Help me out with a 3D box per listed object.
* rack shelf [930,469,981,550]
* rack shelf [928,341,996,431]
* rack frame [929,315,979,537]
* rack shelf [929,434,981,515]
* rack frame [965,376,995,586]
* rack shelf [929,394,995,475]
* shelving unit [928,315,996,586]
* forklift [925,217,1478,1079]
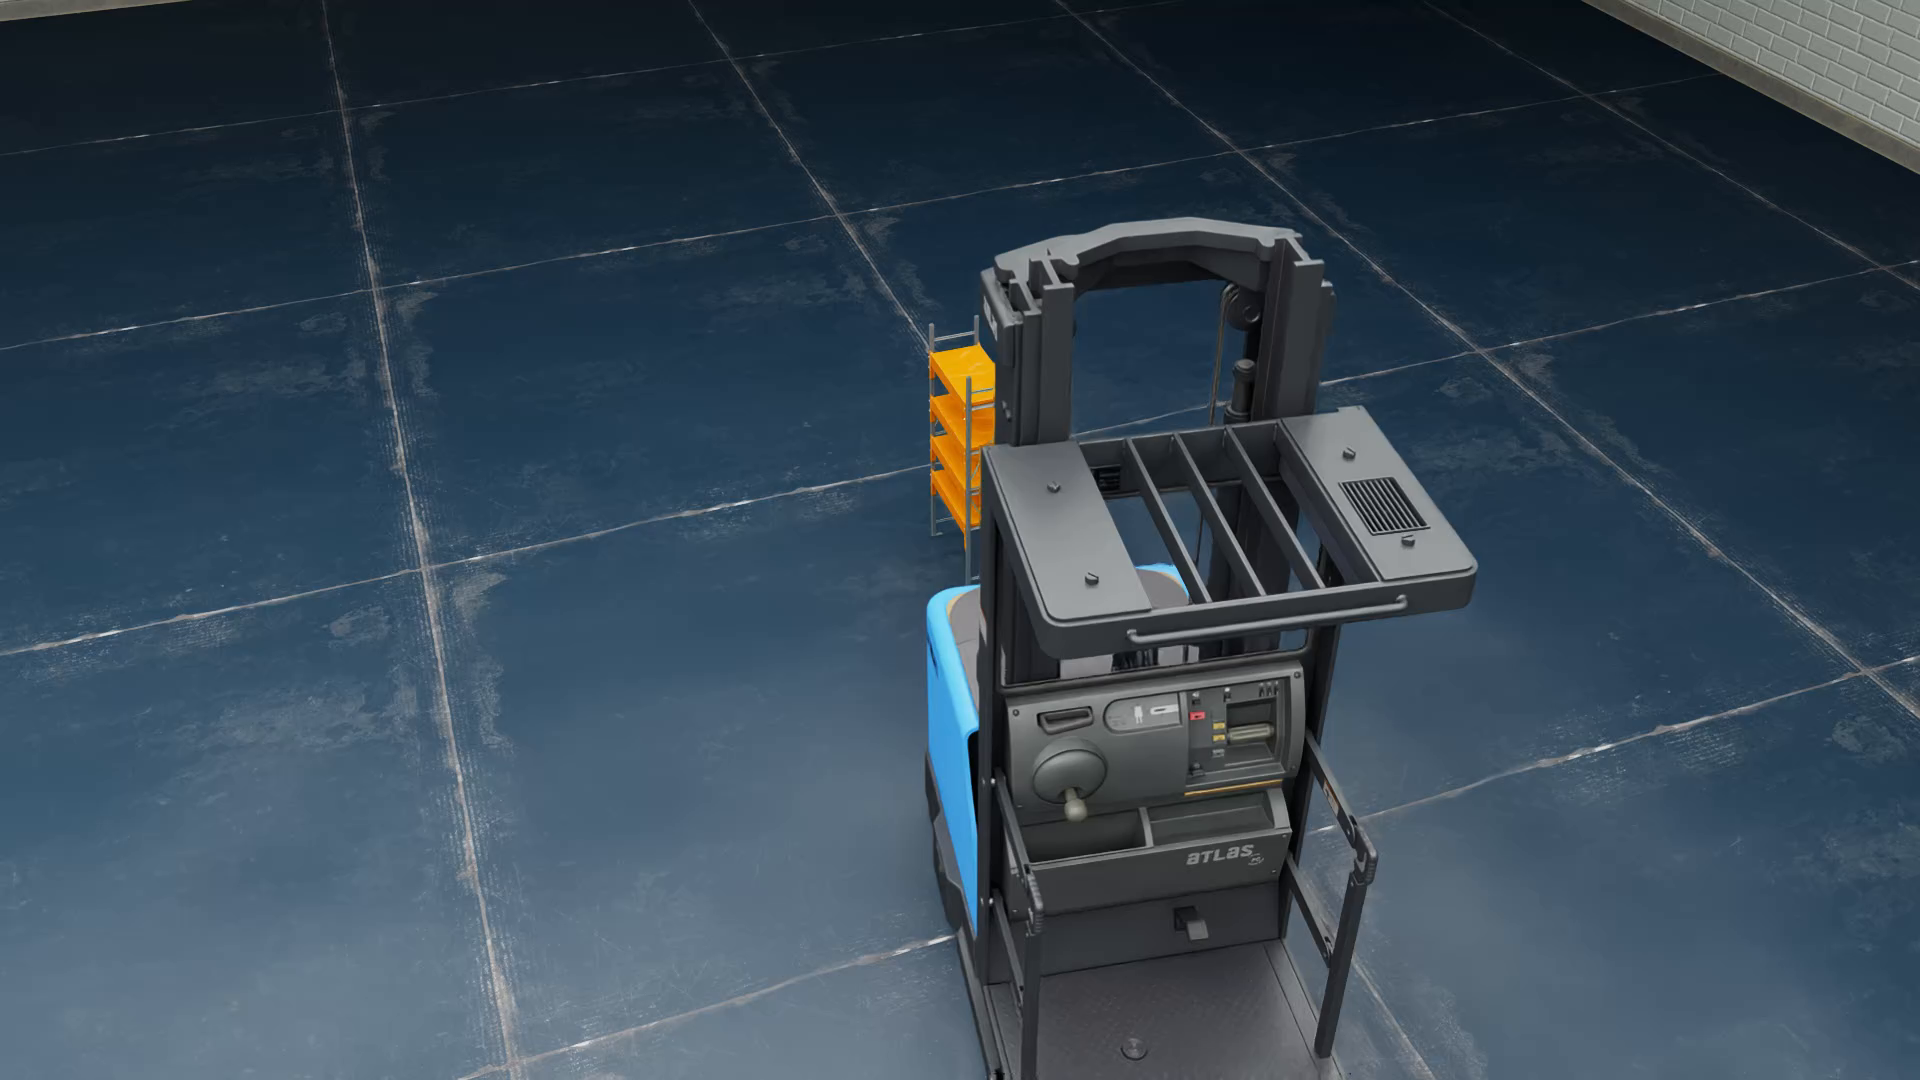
[{"bbox_3d":[0.057,-0.173,7.925,0.258,0.148,0.480,-12,39,-16],"label":"rack shelf"},{"bbox_3d":[0.057,-0.700,7.528,0.258,0.148,0.480,-12,39,-16],"label":"rack shelf"},{"bbox_3d":[-0.027,-0.524,7.948,0.240,1.200,0.015,-12,39,-16],"label":"rack frame"},{"bbox_3d":[0.057,-0.332,7.805,0.258,0.148,0.480,-12,39,-16],"label":"rack shelf"},{"bbox_3d":[0.141,-0.248,7.582,0.240,1.200,0.015,-12,39,-16],"label":"rack frame"},{"bbox_3d":[0.057,-0.511,7.671,0.258,0.148,0.480,-12,39,-16],"label":"rack shelf"},{"bbox_3d":[0.057,-0.386,7.765,0.258,1.200,0.503,-12,39,-16],"label":"shelving unit"},{"bbox_3d":[0.646,0.688,4.901,1.130,2.935,3.031,-7,38,-9],"label":"forklift"}]
